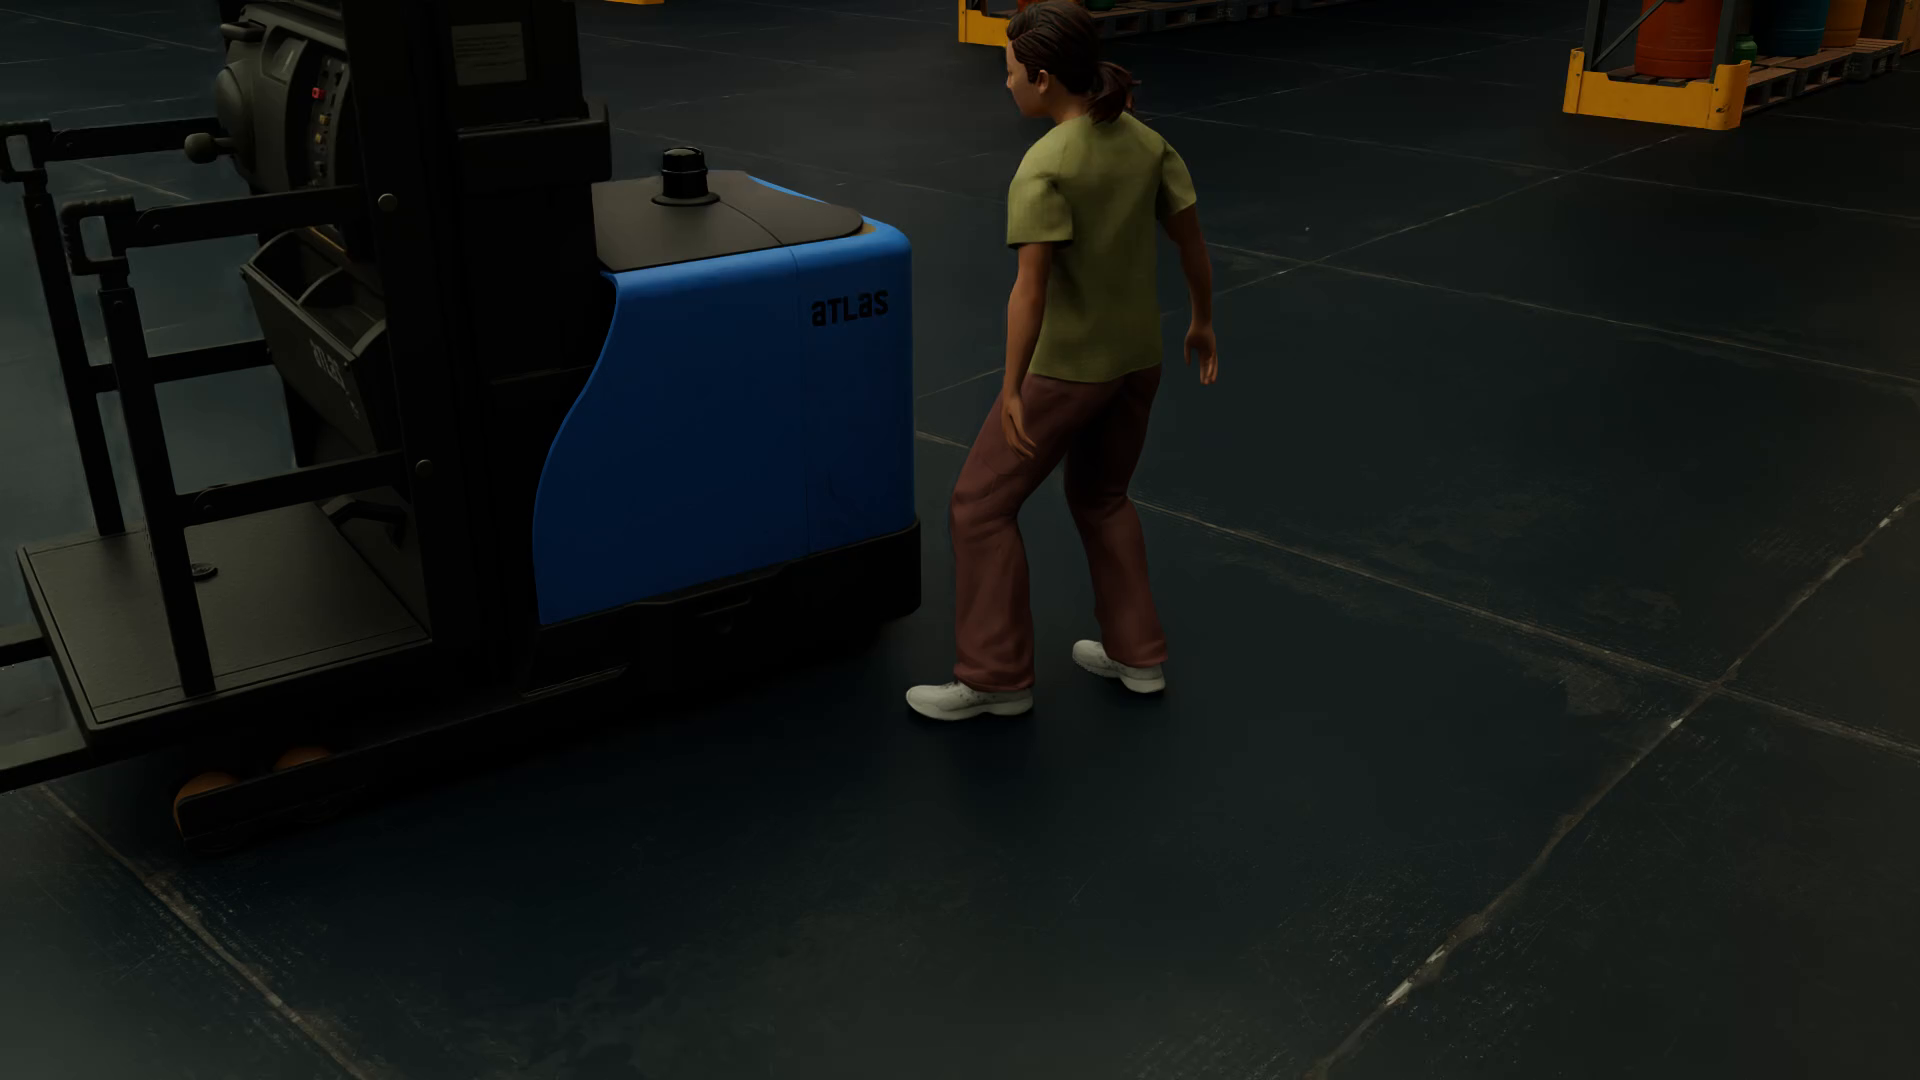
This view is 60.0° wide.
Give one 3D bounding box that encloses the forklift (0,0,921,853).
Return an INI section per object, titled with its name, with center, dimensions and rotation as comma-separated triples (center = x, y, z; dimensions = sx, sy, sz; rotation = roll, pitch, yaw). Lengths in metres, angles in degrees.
[forklift]
center = -1.607, -0.929, 3.446
dimensions = 3.031, 2.935, 1.130
rotation = -15, 28, -31

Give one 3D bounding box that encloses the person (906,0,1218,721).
[person]
center = 0.271, -0.378, 3.826
dimensions = 0.801, 1.640, 0.391
rotation = -20, 31, -38
